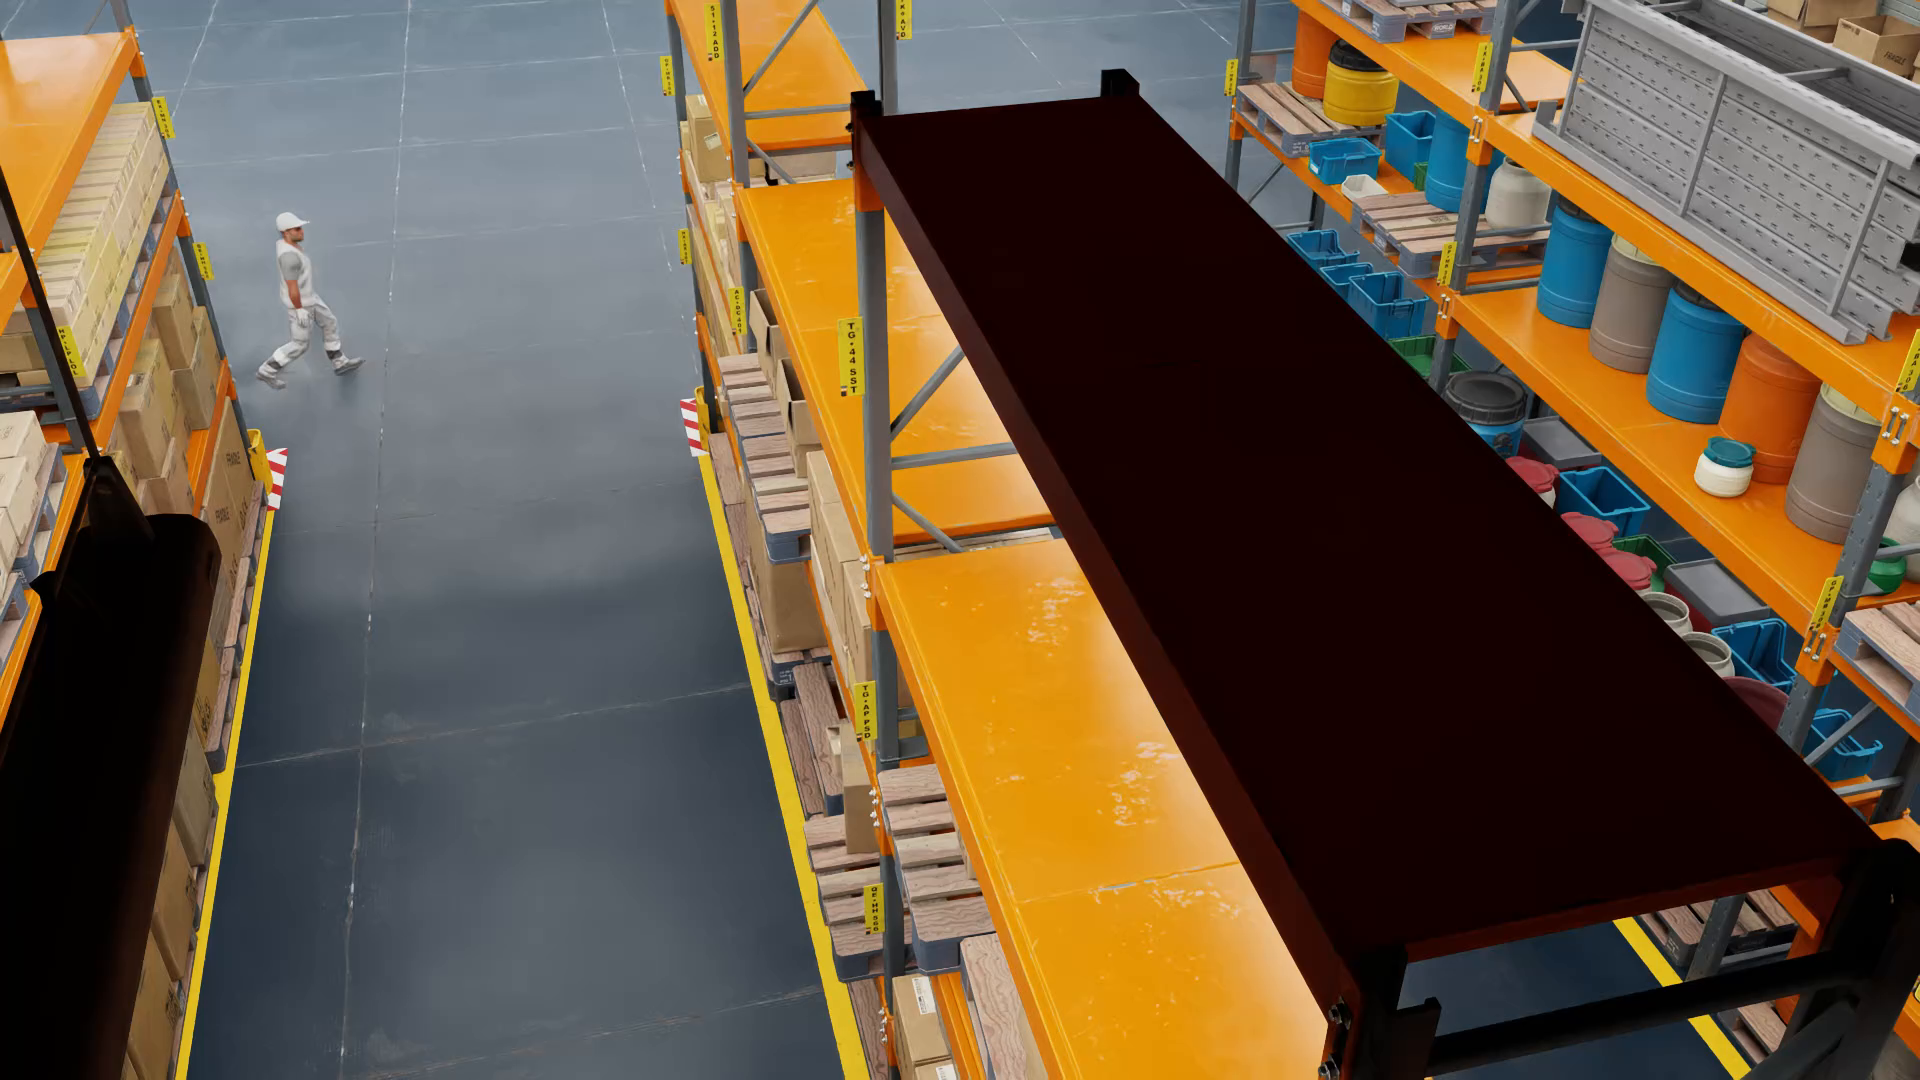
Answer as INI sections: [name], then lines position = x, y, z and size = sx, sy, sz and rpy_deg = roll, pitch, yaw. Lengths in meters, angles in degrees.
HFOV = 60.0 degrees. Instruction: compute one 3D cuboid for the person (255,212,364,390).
[person]
position = -6.356, -2.276, 15.863
size = 1.012, 1.734, 0.552
rpy_deg = -15, 37, -21
